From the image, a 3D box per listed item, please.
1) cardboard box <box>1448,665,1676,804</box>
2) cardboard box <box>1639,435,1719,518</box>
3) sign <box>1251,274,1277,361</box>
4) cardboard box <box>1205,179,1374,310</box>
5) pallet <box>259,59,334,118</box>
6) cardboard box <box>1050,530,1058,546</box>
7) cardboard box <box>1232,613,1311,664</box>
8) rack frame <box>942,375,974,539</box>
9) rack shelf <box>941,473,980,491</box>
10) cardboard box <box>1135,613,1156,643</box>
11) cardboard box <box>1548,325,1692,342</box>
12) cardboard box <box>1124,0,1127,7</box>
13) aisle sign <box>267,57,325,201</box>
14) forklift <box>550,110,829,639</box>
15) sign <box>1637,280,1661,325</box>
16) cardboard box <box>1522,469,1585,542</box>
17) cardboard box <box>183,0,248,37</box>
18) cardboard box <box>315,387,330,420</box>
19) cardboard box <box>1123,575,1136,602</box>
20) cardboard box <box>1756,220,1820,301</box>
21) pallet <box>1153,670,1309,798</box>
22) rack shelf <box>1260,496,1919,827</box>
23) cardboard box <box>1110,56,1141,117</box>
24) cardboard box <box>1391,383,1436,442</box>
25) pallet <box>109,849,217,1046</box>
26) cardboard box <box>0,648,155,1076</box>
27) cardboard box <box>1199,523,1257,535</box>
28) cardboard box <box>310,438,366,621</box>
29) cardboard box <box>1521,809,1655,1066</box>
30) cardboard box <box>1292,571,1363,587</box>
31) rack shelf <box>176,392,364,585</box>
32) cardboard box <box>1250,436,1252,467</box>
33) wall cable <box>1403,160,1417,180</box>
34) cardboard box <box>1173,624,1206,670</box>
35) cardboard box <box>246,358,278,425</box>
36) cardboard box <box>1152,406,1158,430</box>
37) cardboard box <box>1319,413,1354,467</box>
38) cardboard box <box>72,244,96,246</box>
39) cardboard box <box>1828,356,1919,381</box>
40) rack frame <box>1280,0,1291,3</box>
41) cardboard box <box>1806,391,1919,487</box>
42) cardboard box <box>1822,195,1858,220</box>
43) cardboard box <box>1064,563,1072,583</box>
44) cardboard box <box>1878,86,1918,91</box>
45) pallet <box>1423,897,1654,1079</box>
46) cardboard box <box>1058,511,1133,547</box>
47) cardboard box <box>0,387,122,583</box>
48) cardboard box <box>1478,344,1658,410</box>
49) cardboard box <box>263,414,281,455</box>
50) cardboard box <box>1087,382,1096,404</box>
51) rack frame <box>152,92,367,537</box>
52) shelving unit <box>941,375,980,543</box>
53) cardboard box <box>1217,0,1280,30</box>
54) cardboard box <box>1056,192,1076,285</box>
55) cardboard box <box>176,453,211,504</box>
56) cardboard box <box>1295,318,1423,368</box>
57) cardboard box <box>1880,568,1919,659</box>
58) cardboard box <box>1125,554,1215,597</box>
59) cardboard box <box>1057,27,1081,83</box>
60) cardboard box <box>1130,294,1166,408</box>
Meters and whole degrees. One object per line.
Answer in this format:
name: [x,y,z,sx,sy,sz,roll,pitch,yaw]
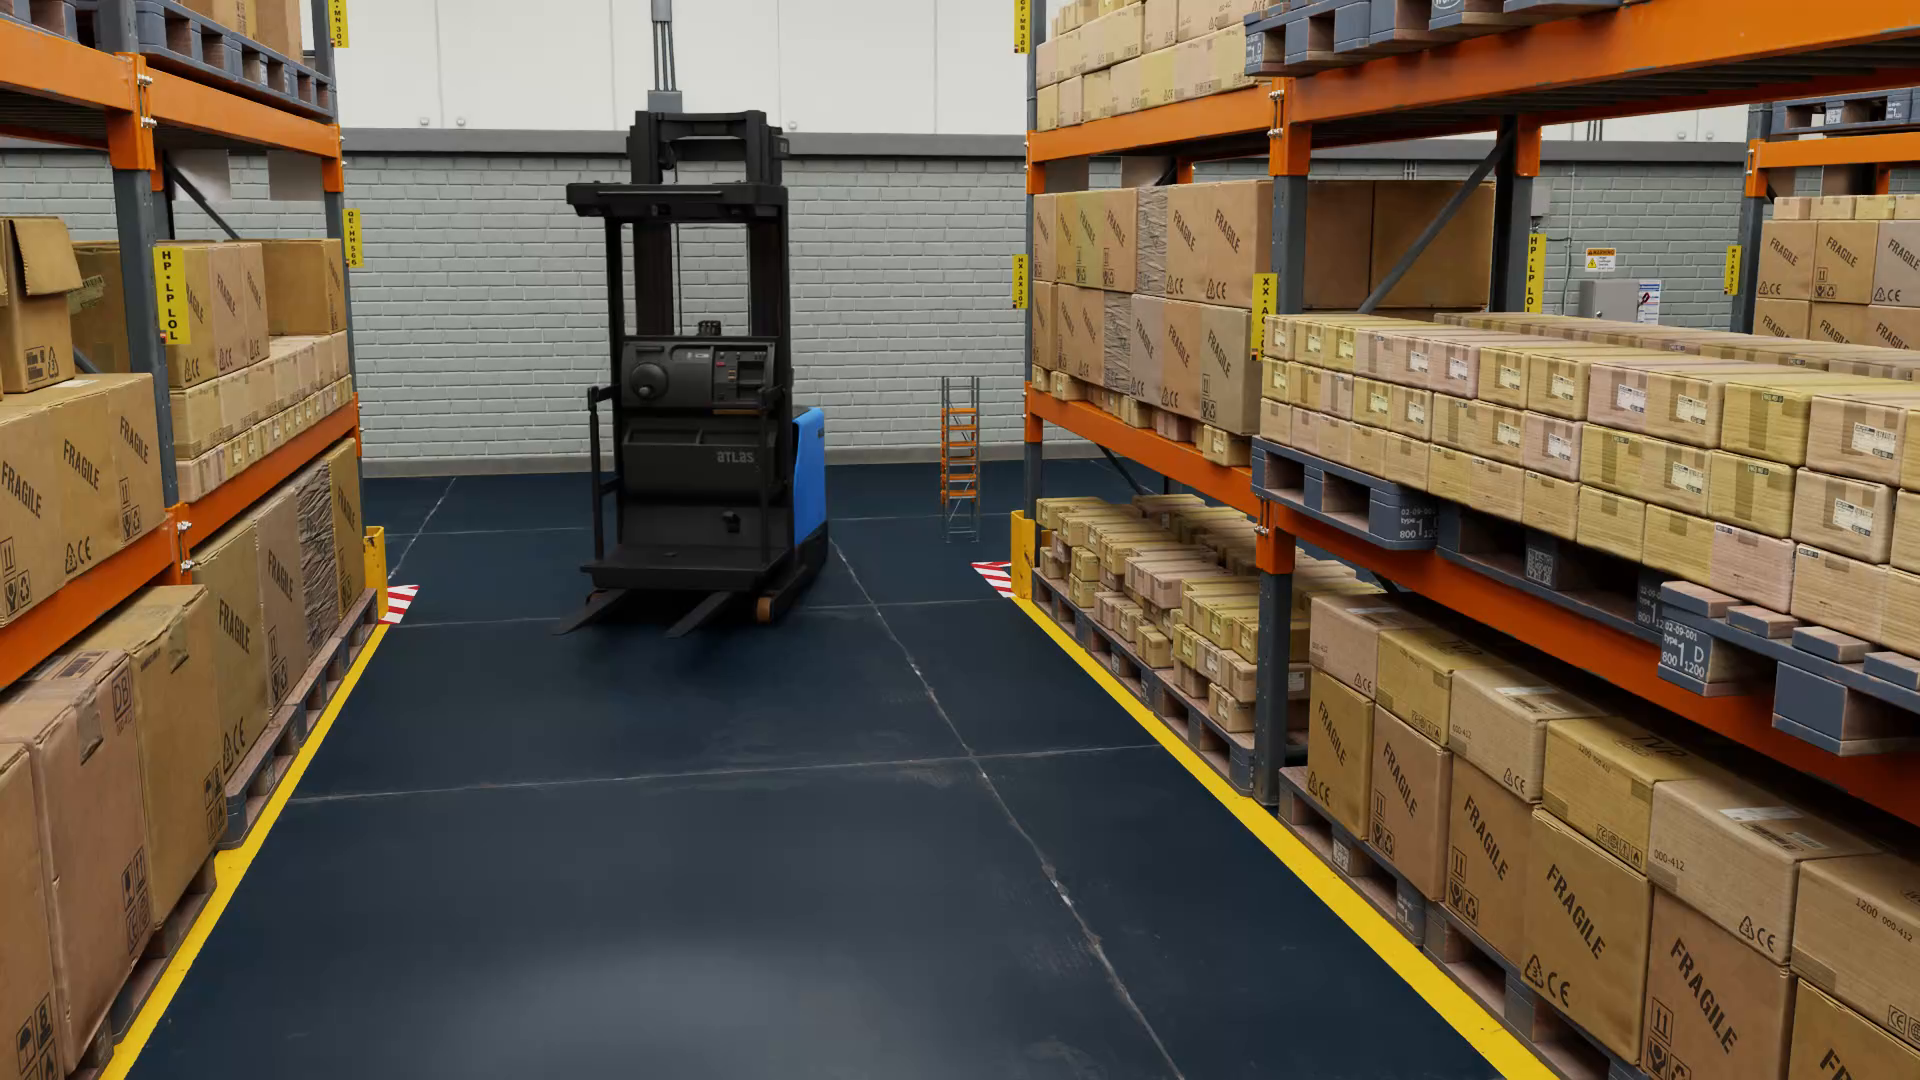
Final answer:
cardboard box: [1.767,0.553,4.827,0.500,0.250,0.500,-2,11,-9]
cardboard box: [1.761,-0.149,3.713,0.380,0.149,0.250,-2,11,-11]
sign: [1.151,-0.841,6.278,0.100,0.325,0.005,-2,11,-11]
cardboard box: [1.325,-1.200,6.741,0.500,0.500,0.500,-3,11,-13]
pallet: [-3.827,-2.303,8.490,1.003,0.211,1.213,-2,11,-11]
cardboard box: [0.753,-0.017,9.970,0.380,0.149,0.250,-2,11,-9]
cardboard box: [1.357,0.409,6.935,0.380,0.149,0.250,-2,11,-9]
rack frame: [-0.015,-0.604,12.159,0.240,1.200,0.006,-2,11,-11]
rack shelf: [0.003,-0.425,12.101,0.258,0.103,0.180,-2,11,-11]
cardboard box: [1.085,0.457,8.272,0.380,0.149,0.250,-2,11,-10]
cardboard box: [2.104,-0.601,5.289,0.380,0.149,0.250,-2,11,-11]
cardboard box: [1.016,-2.658,8.116,0.380,0.149,0.250,-2,11,-9]
aisle sign: [-3.701,-2.310,9.358,0.394,0.787,0.004,-2,11,-11]
forklift: [-1.581,-1.016,9.697,1.130,2.935,3.031,1,11,7]
sign: [7.153,-2.461,17.361,0.329,0.494,0.001,-2,11,-11]
cardboard box: [1.668,-0.096,4.225,0.380,0.149,0.250,-2,11,-9]
cardboard box: [-3.477,-2.394,7.074,0.700,0.500,0.500,-2,11,-9]
cardboard box: [-3.441,-0.692,8.484,0.380,0.149,0.250,-2,11,-10]
cardboard box: [1.067,0.221,8.718,0.380,0.149,0.250,-2,11,-8]
cardboard box: [5.553,-1.811,10.748,0.500,0.500,0.500,-2,11,-12]
pallet: [1.516,0.811,7.372,1.003,0.211,1.213,-2,11,-11]
rack shelf: [2.070,0.283,4.611,1.077,0.370,4.000,-2,11,-11]
cardboard box: [1.041,-2.193,8.075,0.500,0.250,0.500,-2,11,-11]
cardboard box: [1.516,-0.385,4.952,0.380,0.149,0.250,-2,11,-9]
pallet: [-2.980,1.233,5.152,1.003,0.211,1.213,-2,11,-11]
cardboard box: [-2.885,0.843,4.306,1.225,0.875,0.875,-3,11,-13]
cardboard box: [1.517,0.007,9.047,0.380,0.149,0.250,-2,11,-9]
cardboard box: [-3.779,-0.057,9.033,0.875,0.875,0.875,-2,11,-11]
cardboard box: [1.859,1.015,4.402,0.500,0.500,0.500,-3,11,-14]
cardboard box: [1.652,0.250,7.772,0.380,0.149,0.250,-2,11,-12]
rack shelf: [-3.593,-0.289,7.615,1.077,0.370,4.000,-2,11,-11]
cardboard box: [1.396,-0.358,6.724,0.380,0.149,0.250,-2,11,-12]
wall cable: [4.620,-2.917,16.699,0.585,1.953,0.123,-2,11,-11]
cardboard box: [1.174,0.467,7.426,0.380,0.149,0.250,-3,11,-13]
cardboard box: [-3.236,-0.630,7.087,0.500,0.250,0.500,-2,11,-10]
cardboard box: [1.141,-0.598,7.985,0.380,0.149,0.250,-2,11,-12]
cardboard box: [1.411,-0.334,5.480,0.380,0.149,0.250,-2,11,-11]
cardboard box: [-3.649,-0.883,6.412,0.500,0.500,0.500,-2,11,-10]
cardboard box: [2.356,-0.363,4.038,0.380,0.149,0.250,-2,11,-8]
rack frame: [1.681,-3.384,5.910,1.000,3.000,0.127,-2,11,-11]
cardboard box: [1.868,-0.198,3.172,0.380,0.149,0.250,-2,11,-12]
cardboard box: [5.596,-2.056,10.298,0.380,0.149,0.250,-2,11,-9]
cardboard box: [0.823,0.176,9.750,0.380,0.149,0.250,-2,11,-11]
cardboard box: [5.725,-2.767,9.970,0.380,0.149,0.250,-2,11,-9]
pallet: [2.075,1.300,4.803,1.003,0.211,1.213,-2,11,-11]
cardboard box: [0.767,-0.063,9.417,0.380,0.149,0.250,-2,11,-11]
cardboard box: [-2.755,-0.158,4.734,0.500,0.500,0.500,-2,11,-9]
cardboard box: [1.615,-0.437,4.427,0.380,0.149,0.250,-2,11,-9]
cardboard box: [-3.187,-0.456,7.241,0.380,0.149,0.250,-2,11,-10]
cardboard box: [0.920,-0.837,9.243,0.380,0.149,0.250,-2,11,-8]
rack frame: [-3.982,-1.009,9.475,1.000,3.000,0.127,-2,11,-11]
shelving unit: [0.003,-0.587,12.070,0.258,1.200,0.189,-2,11,-11]
cardboard box: [1.342,-2.158,6.553,0.500,0.250,0.500,-3,11,-14]
cardboard box: [0.835,-1.673,9.226,0.500,0.500,0.500,-2,11,-9]
cardboard box: [-2.935,-0.218,5.992,0.380,0.149,0.250,-2,11,-11]
cardboard box: [1.367,-0.672,5.664,0.380,0.149,0.250,-2,11,-9]
cardboard box: [1.913,0.140,2.988,0.380,0.149,0.250,-2,11,-10]
cardboard box: [1.031,0.173,8.178,0.380,0.149,0.250,-3,11,-13]
cardboard box: [0.836,-2.630,9.036,0.500,0.250,0.500,-2,11,-12]
cardboard box: [1.115,-0.897,7.826,0.500,0.500,0.500,-2,11,-11]
